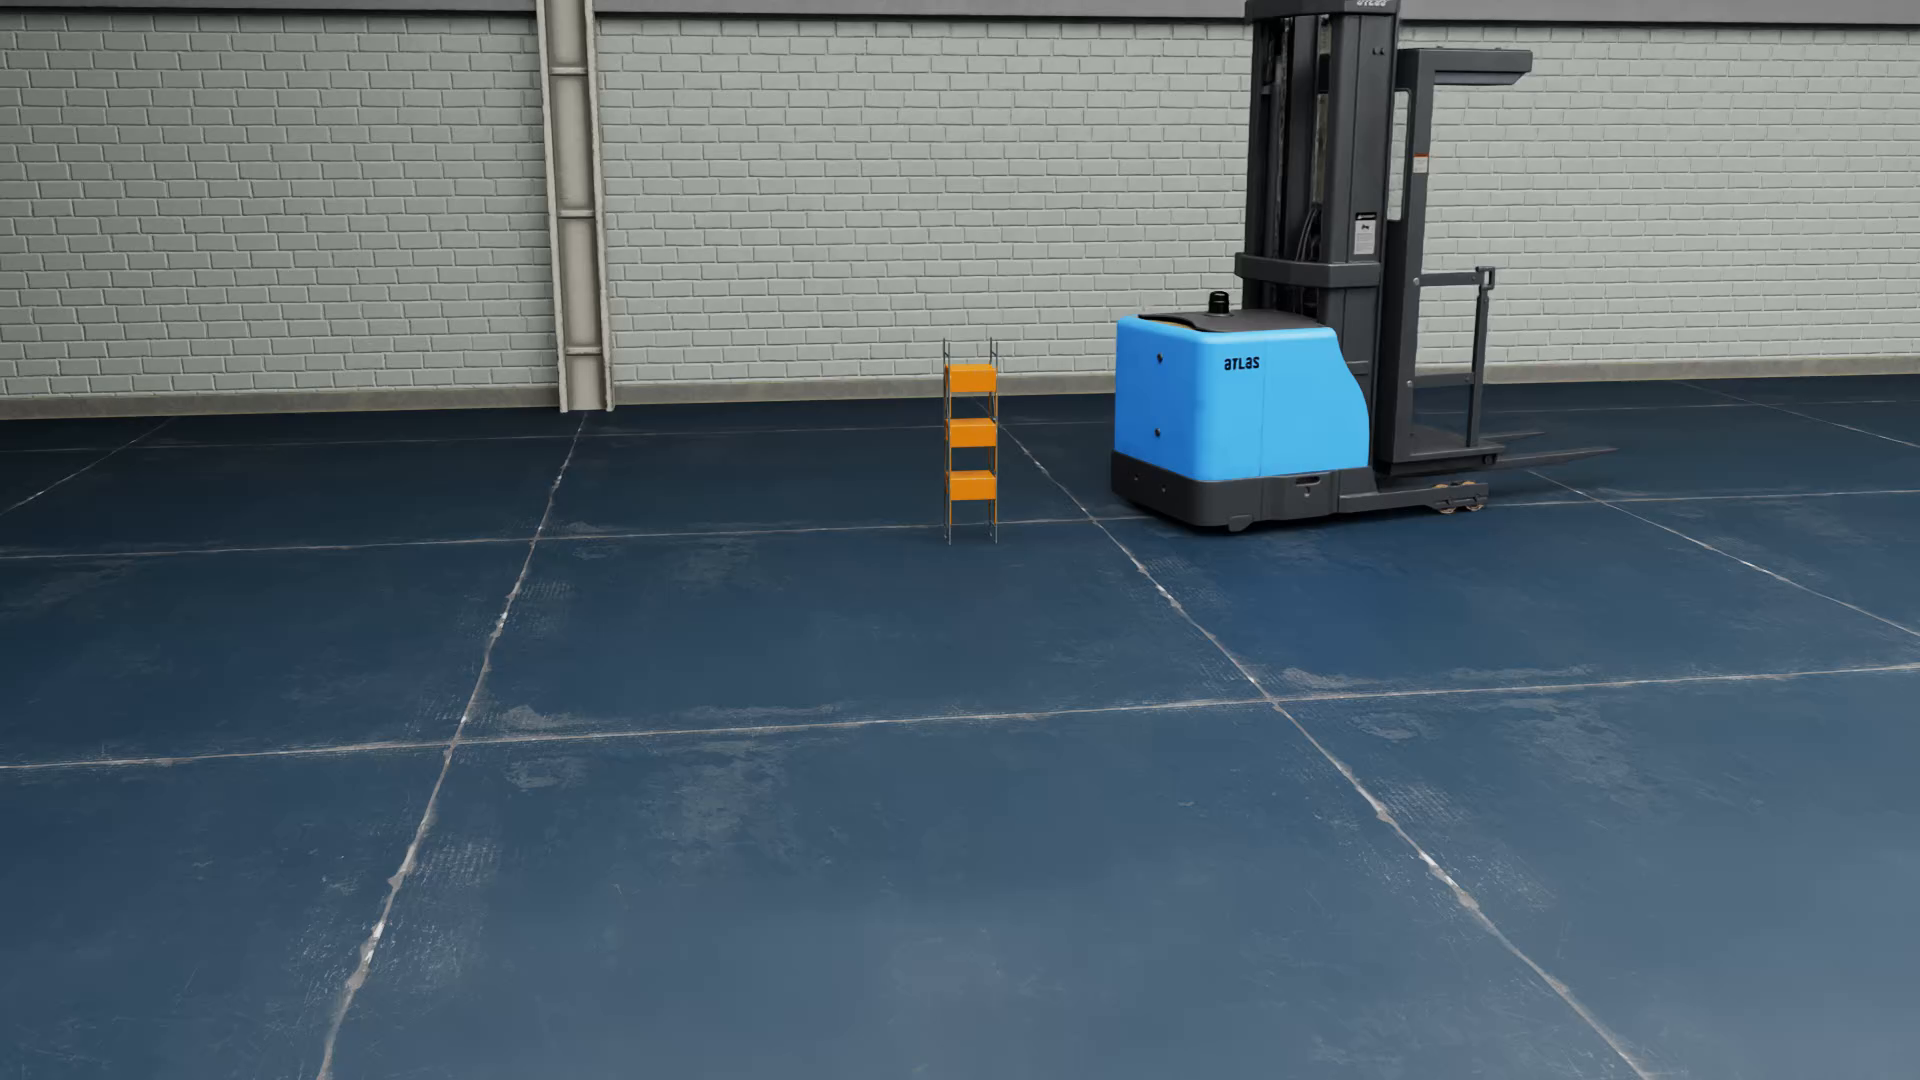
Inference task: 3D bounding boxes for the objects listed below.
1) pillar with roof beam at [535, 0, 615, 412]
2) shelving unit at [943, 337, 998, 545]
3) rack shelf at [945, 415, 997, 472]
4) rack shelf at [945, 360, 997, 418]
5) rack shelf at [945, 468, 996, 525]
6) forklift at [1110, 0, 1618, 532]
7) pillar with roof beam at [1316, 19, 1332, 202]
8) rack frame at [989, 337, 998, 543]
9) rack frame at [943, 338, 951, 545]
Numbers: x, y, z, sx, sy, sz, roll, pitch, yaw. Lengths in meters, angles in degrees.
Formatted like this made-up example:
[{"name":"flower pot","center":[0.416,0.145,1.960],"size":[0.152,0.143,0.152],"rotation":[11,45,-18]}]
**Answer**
[{"name":"pillar with roof beam","center":[-2.212,-4.340,7.527],"size":[0.400,9.000,9.100],"rotation":[-2,14,-8]},{"name":"shelving unit","center":[0.053,-0.511,8.602],"size":[0.252,1.050,0.215],"rotation":[-2,14,-8]},{"name":"rack shelf","center":[0.053,-0.501,8.604],"size":[0.240,0.259,0.215],"rotation":[-2,14,-8]},{"name":"rack shelf","center":[0.053,-0.776,8.535],"size":[0.240,0.259,0.215],"rotation":[-2,14,-8]},{"name":"rack shelf","center":[0.053,-0.231,8.672],"size":[0.240,0.259,0.215],"rotation":[-2,14,-8]},{"name":"forklift","center":[2.429,-1.678,9.386],"size":[3.031,2.935,1.130],"rotation":[-6,15,-23]},{"name":"pillar with roof beam","center":[3.721,-4.557,8.394],"size":[0.400,9.000,9.100],"rotation":[-2,14,-8]},{"name":"rack frame","center":[0.174,-0.516,8.619],"size":[0.008,1.050,0.200],"rotation":[-2,14,-8]},{"name":"rack frame","center":[-0.068,-0.507,8.584],"size":[0.008,1.050,0.200],"rotation":[-2,14,-8]}]
